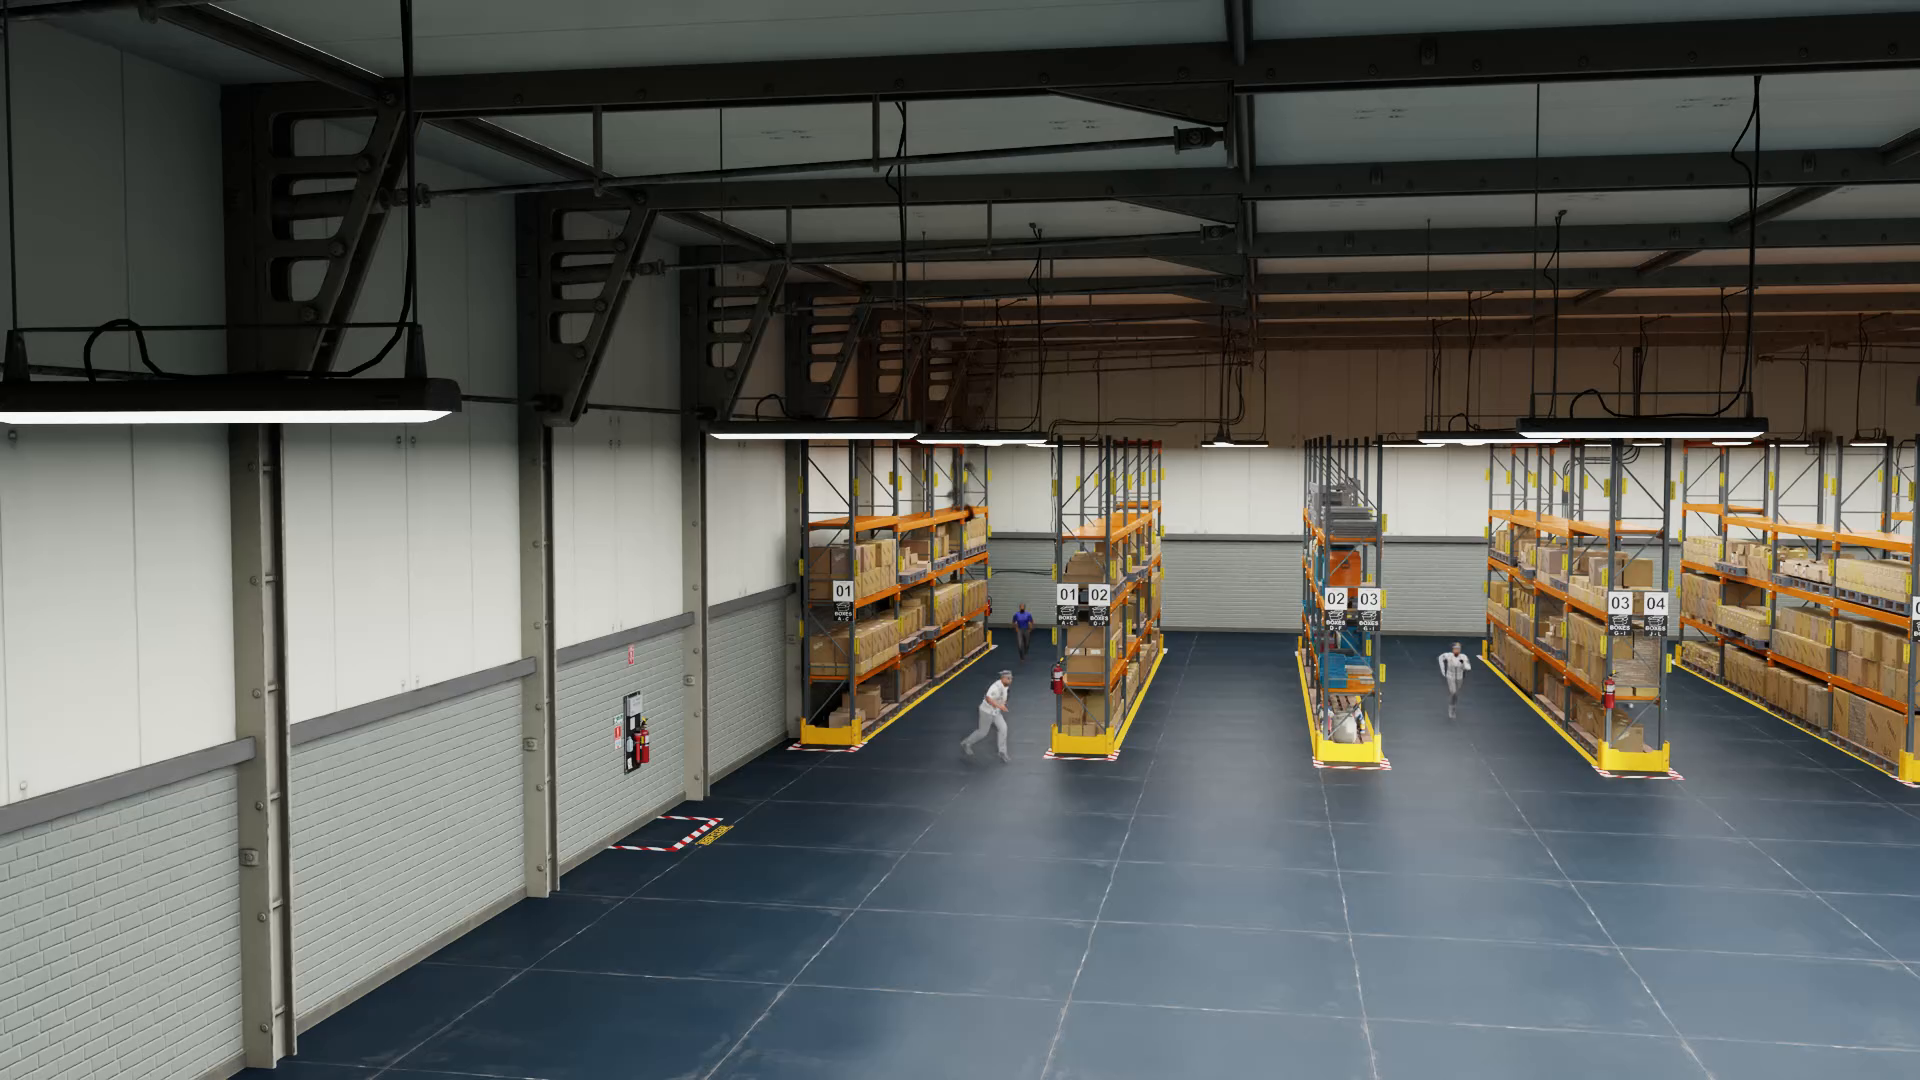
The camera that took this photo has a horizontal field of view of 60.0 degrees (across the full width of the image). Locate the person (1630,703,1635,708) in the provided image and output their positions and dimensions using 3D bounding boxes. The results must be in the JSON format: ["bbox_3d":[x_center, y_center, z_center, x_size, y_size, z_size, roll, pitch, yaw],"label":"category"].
[{"bbox_3d":[15.024,2.900,37.383,0.564,1.661,1.002,1,3,11],"label":"person"}]

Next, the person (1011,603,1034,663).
[{"bbox_3d":[1.688,2.514,44.930,0.600,1.608,0.609,0,3,0],"label":"person"}]

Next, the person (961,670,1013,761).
[{"bbox_3d":[0.504,3.247,30.809,1.024,1.721,0.703,1,3,22],"label":"person"}]

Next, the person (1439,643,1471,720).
[{"bbox_3d":[10.534,2.980,35.431,0.602,1.652,0.872,0,3,3],"label":"person"}]
